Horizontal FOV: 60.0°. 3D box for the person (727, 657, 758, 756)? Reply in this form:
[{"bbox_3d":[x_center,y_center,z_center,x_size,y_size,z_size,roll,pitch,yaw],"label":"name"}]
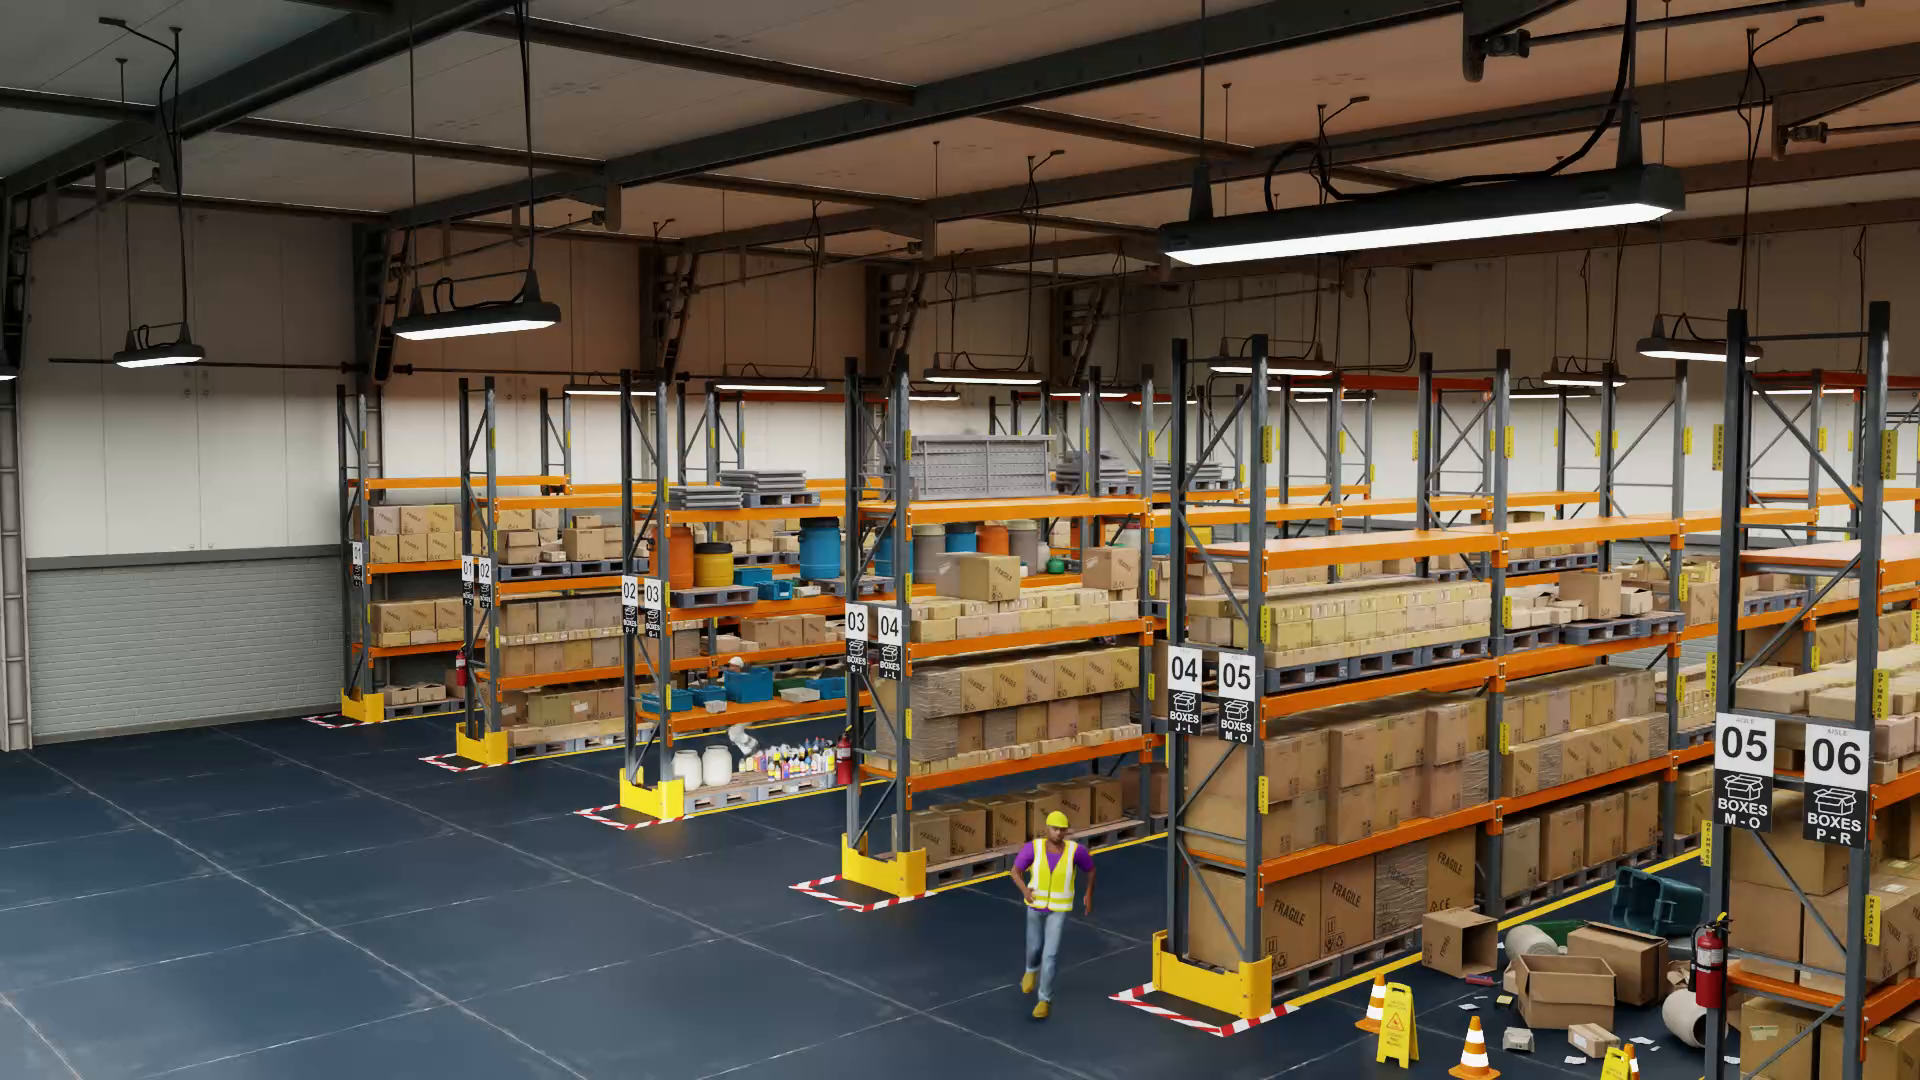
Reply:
[{"bbox_3d":[-3.370,2.640,25.287,0.643,1.728,0.709,-4,5,-44],"label":"person"}]

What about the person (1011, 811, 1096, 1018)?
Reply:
[{"bbox_3d":[0.847,3.290,14.925,0.773,1.749,0.918,0,4,-2],"label":"person"}]
